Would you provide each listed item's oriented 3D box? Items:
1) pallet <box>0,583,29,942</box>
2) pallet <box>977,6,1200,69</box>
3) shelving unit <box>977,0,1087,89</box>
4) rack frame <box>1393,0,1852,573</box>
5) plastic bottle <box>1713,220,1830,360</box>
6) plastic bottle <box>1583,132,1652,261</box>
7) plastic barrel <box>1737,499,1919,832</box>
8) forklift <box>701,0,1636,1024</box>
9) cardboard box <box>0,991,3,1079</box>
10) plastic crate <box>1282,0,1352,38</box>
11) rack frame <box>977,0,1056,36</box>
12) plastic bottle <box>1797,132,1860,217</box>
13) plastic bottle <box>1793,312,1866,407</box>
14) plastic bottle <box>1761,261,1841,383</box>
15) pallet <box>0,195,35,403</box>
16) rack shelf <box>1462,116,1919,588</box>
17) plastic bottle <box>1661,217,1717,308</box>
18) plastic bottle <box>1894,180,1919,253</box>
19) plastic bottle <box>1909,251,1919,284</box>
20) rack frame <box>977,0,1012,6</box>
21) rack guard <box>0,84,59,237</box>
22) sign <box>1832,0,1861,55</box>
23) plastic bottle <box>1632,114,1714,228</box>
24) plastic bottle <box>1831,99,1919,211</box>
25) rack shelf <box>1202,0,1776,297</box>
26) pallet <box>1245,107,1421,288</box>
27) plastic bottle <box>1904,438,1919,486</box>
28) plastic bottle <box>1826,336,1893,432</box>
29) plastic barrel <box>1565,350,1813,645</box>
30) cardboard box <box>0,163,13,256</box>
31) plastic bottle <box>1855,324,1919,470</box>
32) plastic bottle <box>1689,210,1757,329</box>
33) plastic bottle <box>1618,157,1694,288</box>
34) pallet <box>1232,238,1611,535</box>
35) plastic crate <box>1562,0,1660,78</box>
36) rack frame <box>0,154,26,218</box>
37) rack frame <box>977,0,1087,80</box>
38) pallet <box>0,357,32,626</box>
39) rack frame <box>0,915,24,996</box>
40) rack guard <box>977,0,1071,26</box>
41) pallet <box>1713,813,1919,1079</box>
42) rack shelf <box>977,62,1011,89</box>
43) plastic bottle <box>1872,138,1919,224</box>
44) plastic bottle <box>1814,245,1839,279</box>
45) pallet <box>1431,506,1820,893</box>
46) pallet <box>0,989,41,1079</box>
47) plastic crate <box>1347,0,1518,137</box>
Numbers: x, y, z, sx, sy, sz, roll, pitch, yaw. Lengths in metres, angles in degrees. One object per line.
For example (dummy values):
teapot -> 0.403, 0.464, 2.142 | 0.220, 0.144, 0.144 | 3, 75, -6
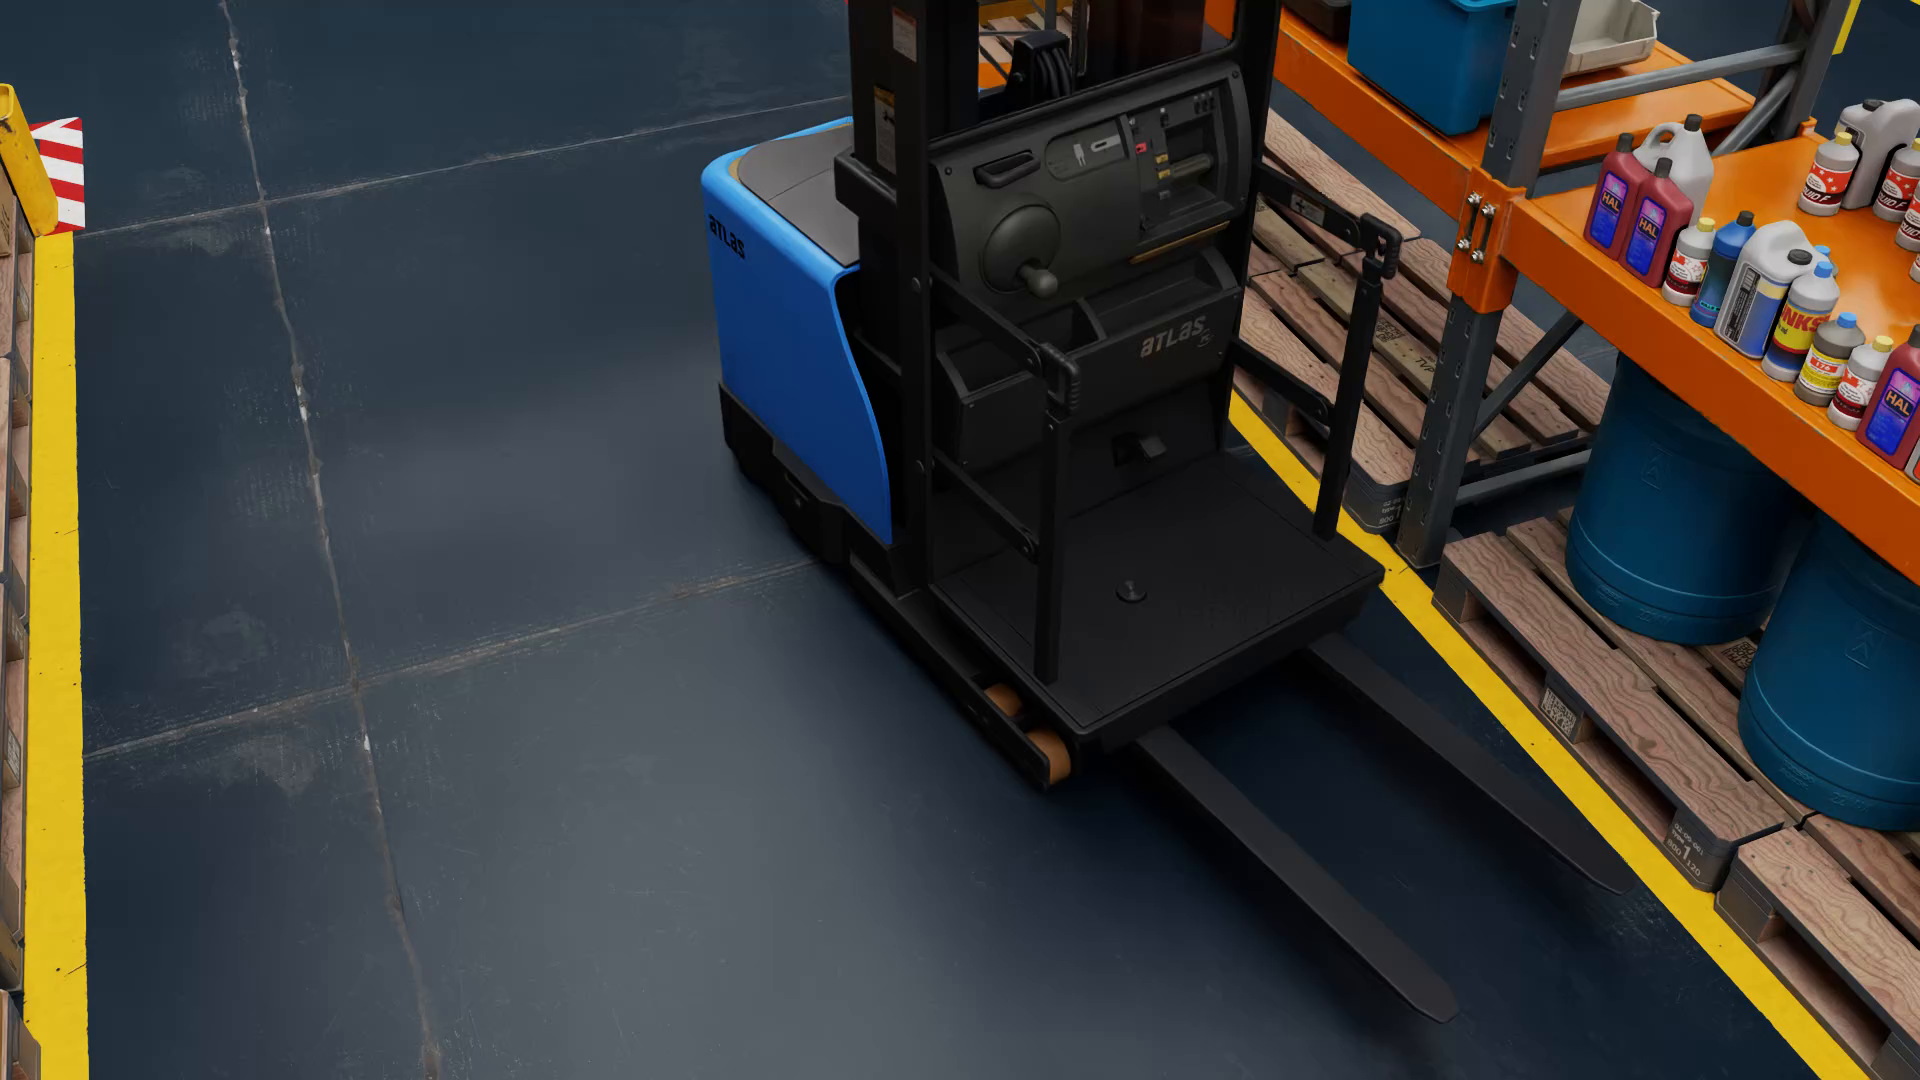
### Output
pallet -> -2.994, 0.678, 4.300 | 1.003, 0.211, 1.213 | -15, 43, -17
pallet -> 0.595, -2.045, 7.466 | 1.003, 0.211, 1.213 | -15, 43, -17
shelving unit -> 0.129, -1.607, 5.968 | 0.587, 1.500, 1.083 | -1, 41, -1
rack frame -> 1.846, -1.199, 4.344 | 1.000, 3.000, 0.127 | -15, 43, -17
plastic bottle -> 1.811, -0.558, 3.693 | 0.152, 0.276, 0.135 | -15, 43, -17
plastic bottle -> 1.592, -0.827, 4.001 | 0.061, 0.283, 0.133 | -15, 43, -17
plastic barrel -> 2.310, 0.196, 4.009 | 0.600, 0.901, 0.708 | -15, 43, -17
forklift -> 0.472, -0.808, 3.942 | 1.130, 2.935, 3.031 | -25, 46, -26
cardboard box -> -2.278, 1.041, 3.318 | 0.500, 0.500, 0.500 | -15, 43, -17
plastic crate -> 1.170, -1.725, 5.120 | 0.437, 0.125, 0.590 | -15, 43, -17
rack frame -> 0.112, -1.932, 6.346 | 0.500, 1.500, 0.032 | -1, 41, -1
plastic bottle -> 2.188, -0.925, 4.177 | 0.097, 0.201, 0.097 | 0, 41, 0
plastic bottle -> 1.868, -0.394, 3.560 | 0.097, 0.201, 0.097 | 0, 41, 0
plastic bottle -> 1.830, -0.479, 3.605 | 0.097, 0.271, 0.097 | 0, 41, 0
pallet -> -3.927, -0.792, 6.009 | 1.003, 0.211, 1.213 | -15, 43, -17
rack shelf -> 2.611, 0.279, 3.177 | 1.077, 0.370, 4.000 | -15, 43, -17
plastic bottle -> 1.704, -0.651, 3.859 | 0.097, 0.201, 0.097 | 0, 41, 0
plastic bottle -> 2.360, -0.808, 4.042 | 0.097, 0.201, 0.097 | 0, 41, 0
plastic bottle -> 2.327, -0.704, 3.921 | 0.097, 0.201, 0.097 | 0, 41, 0
rack frame -> 0.316, -3.609, 7.146 | 1.000, 3.000, 0.127 | -15, 43, -17
rack guard -> -4.233, -1.382, 6.473 | 1.175, 0.500, 0.348 | -15, 43, -17
sign -> 2.355, -1.440, 4.412 | 0.100, 0.325, 0.005 | -15, 43, -17
plastic bottle -> 1.697, -0.863, 3.991 | 0.144, 0.351, 0.185 | -15, 43, -17
plastic bottle -> 2.296, -0.995, 4.202 | 0.152, 0.276, 0.135 | -15, 43, -17
rack shelf -> 1.081, -2.131, 5.979 | 1.077, 0.370, 4.000 | -15, 43, -17
pallet -> 1.058, -1.311, 6.613 | 1.003, 0.211, 1.213 | -15, 43, -17
plastic bottle -> 2.026, -0.220, 3.301 | 0.152, 0.276, 0.135 | -15, 43, -17
plastic bottle -> 1.905, -0.335, 3.492 | 0.097, 0.201, 0.097 | 0, 41, 0
plastic barrel -> 2.039, -0.231, 4.505 | 0.600, 0.901, 0.708 | -15, 43, -17
cardboard box -> -3.826, -1.328, 6.073 | 0.500, 0.500, 0.500 | -15, 43, -17
plastic bottle -> 1.932, -0.292, 3.379 | 0.061, 0.283, 0.133 | -15, 43, -17
plastic bottle -> 1.742, -0.619, 3.768 | 0.097, 0.271, 0.097 | 0, 41, 0
plastic bottle -> 1.643, -0.747, 3.908 | 0.061, 0.283, 0.133 | -15, 43, -17
pallet -> 1.529, -0.575, 5.757 | 1.003, 0.211, 1.213 | -15, 43, -17
plastic crate -> 1.800, -1.438, 4.778 | 0.396, 0.136, 0.243 | -15, 43, -17
rack frame -> -4.262, -2.375, 5.711 | 1.000, 3.000, 0.127 | -15, 43, -17
rack frame -> 0.147, -1.269, 5.576 | 0.500, 1.500, 0.032 | -1, 41, -1
pallet -> -3.464, -0.058, 5.156 | 1.003, 0.211, 1.213 | -15, 43, -17
rack frame -> -2.732, 0.035, 2.909 | 1.000, 3.000, 0.127 | -15, 43, -17
rack guard -> 0.295, -2.672, 7.974 | 1.175, 0.500, 0.348 | -15, 43, -17
pallet -> 2.574, 1.070, 3.844 | 1.003, 0.211, 1.213 | -15, 43, -17
rack shelf -> 0.130, -1.464, 6.078 | 0.538, 0.185, 1.000 | -1, 41, -1
plastic bottle -> 2.365, -0.904, 4.153 | 0.097, 0.201, 0.097 | 0, 41, 0
plastic bottle -> 1.919, -0.572, 3.767 | 0.097, 0.201, 0.097 | 0, 41, 0
pallet -> 2.103, 0.334, 4.700 | 1.003, 0.211, 1.213 | -15, 43, -17
pallet -> -2.385, 1.572, 3.260 | 1.003, 0.211, 1.213 | -15, 43, -17
plastic crate -> 1.352, -1.412, 4.557 | 0.392, 0.384, 0.575 | -15, 43, -17
